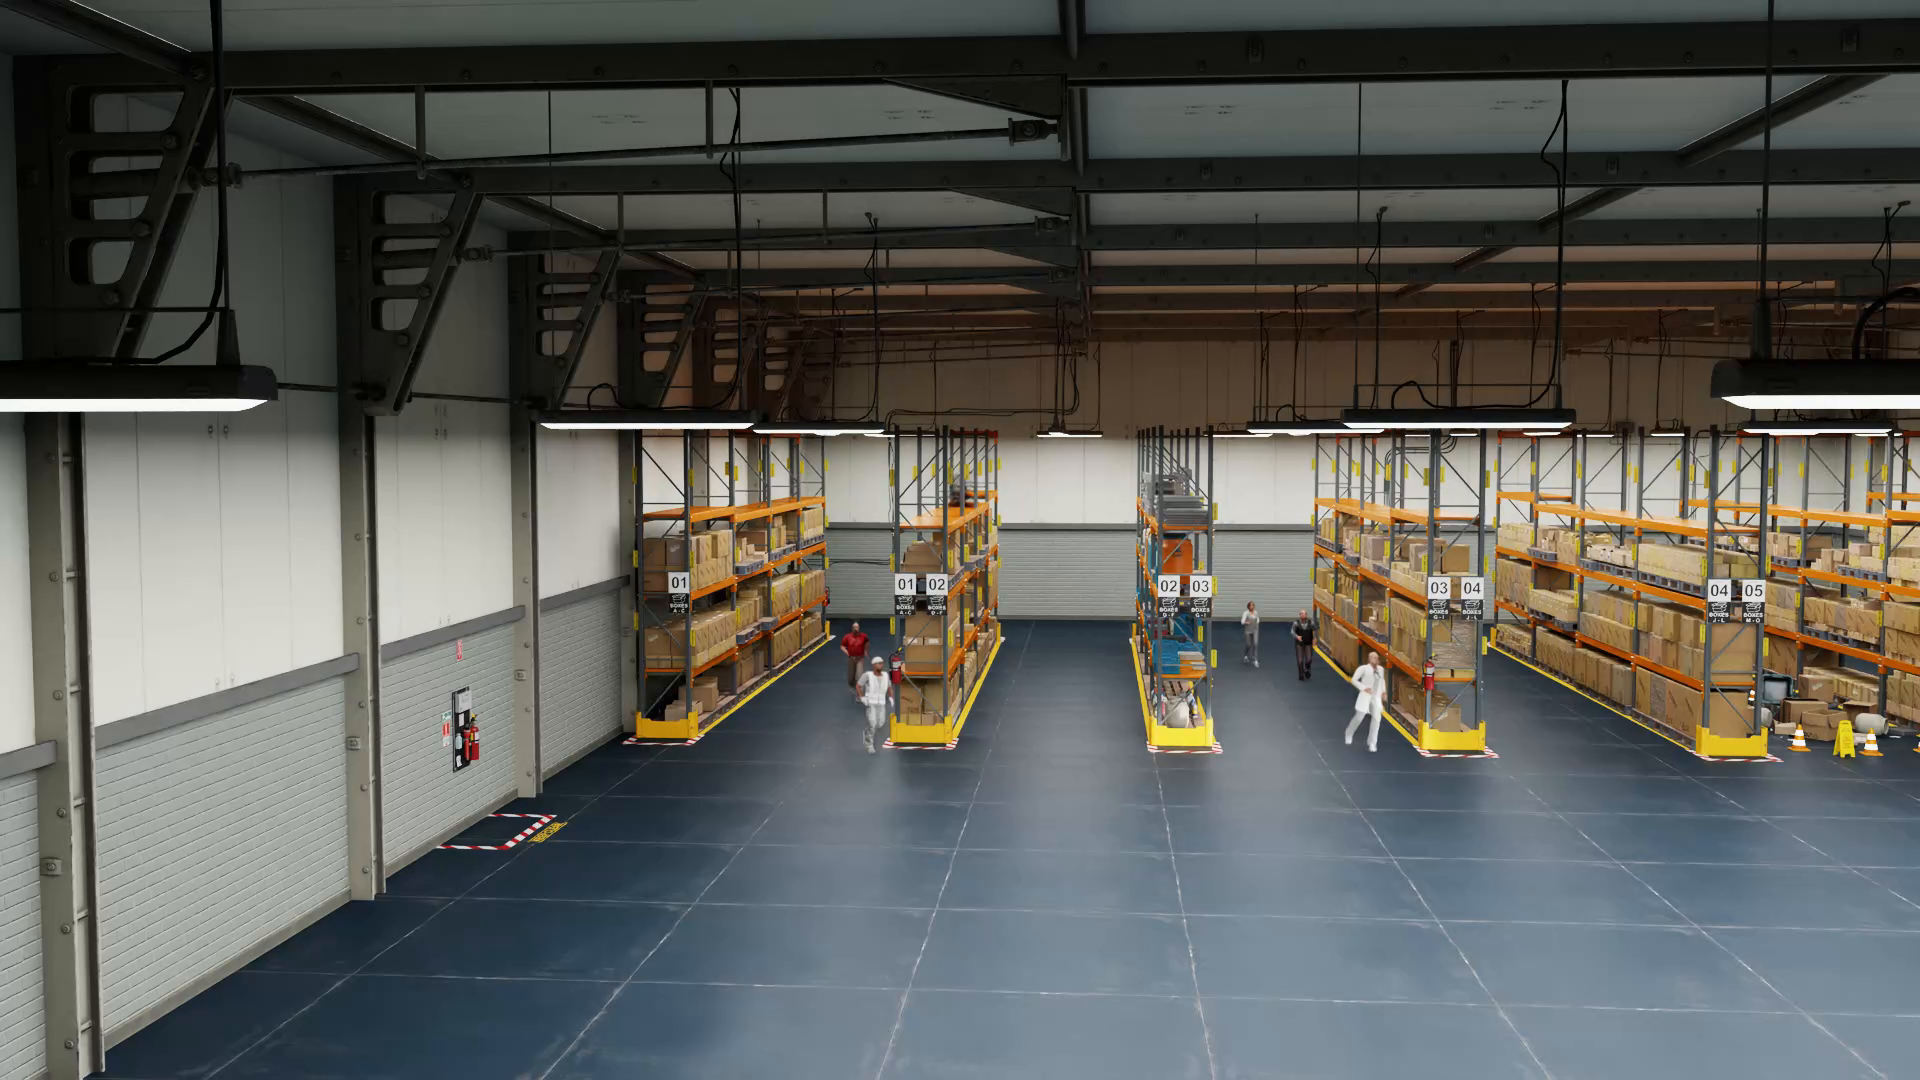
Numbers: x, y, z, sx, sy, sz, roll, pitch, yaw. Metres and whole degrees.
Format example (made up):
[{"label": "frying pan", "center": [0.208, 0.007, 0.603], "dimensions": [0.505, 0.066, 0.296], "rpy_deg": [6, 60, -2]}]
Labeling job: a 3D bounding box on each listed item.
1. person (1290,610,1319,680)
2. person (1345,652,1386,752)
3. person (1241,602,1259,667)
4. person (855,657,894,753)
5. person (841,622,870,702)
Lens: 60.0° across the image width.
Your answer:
[{"label": "person", "center": [8.184, 2.497, 39.477], "dimensions": [0.685, 1.674, 0.582], "rpy_deg": [0, 3, 7]}, {"label": "person", "center": [7.641, 2.983, 30.948], "dimensions": [0.763, 1.796, 0.948], "rpy_deg": [-1, 4, -13]}, {"label": "person", "center": [7.379, 2.364, 42.193], "dimensions": [0.531, 1.604, 0.838], "rpy_deg": [-1, 3, -8]}, {"label": "person", "center": [-1.566, 3.021, 30.652], "dimensions": [0.744, 1.736, 0.527], "rpy_deg": [-2, 4, -31]}, {"label": "person", "center": [-2.300, 2.660, 36.634], "dimensions": [0.647, 1.719, 0.950], "rpy_deg": [0, 3, -6]}]
